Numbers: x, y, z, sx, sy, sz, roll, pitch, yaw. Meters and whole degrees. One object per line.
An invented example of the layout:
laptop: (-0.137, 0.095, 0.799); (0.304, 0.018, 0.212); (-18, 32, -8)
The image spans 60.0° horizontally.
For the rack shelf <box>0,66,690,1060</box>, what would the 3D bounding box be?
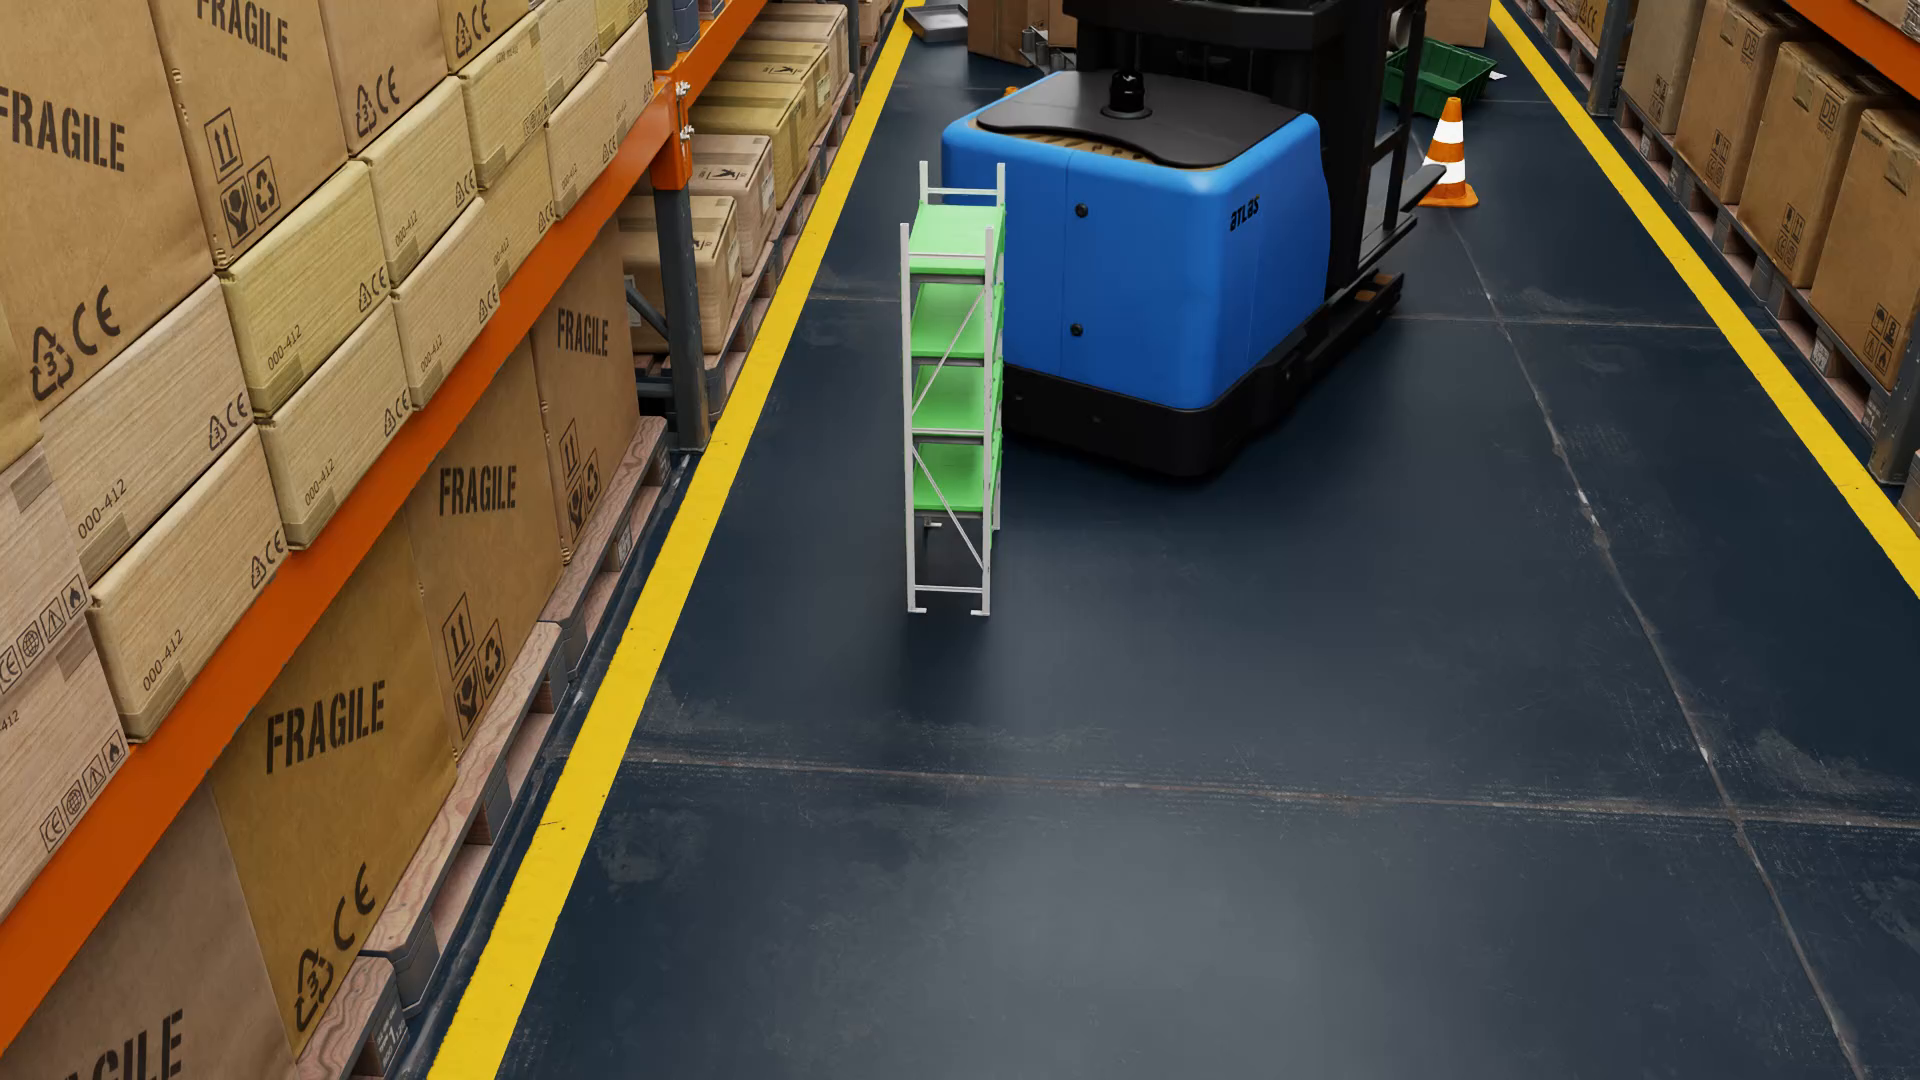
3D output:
rack shelf: (-1.538, -0.272, 3.518); (1.077, 0.370, 4.000); (2, 32, 4)

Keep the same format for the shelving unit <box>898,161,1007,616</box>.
shelving unit: (-0.013, -0.424, 4.795); (0.258, 1.200, 0.503); (2, 32, 4)

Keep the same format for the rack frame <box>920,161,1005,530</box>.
rack frame: (0.006, -0.552, 5.002); (0.240, 1.200, 0.015); (2, 32, 4)

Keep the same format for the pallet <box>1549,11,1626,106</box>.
pallet: (4.032, -2.764, 9.534); (1.003, 0.211, 1.213); (2, 32, 4)

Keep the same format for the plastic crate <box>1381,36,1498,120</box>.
plastic crate: (2.601, -2.531, 9.124); (0.450, 0.188, 0.662); (29, 41, 23)

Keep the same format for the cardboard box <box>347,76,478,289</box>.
cardboard box: (-1.263, -0.700, 3.194); (0.500, 0.250, 0.500); (2, 32, 2)

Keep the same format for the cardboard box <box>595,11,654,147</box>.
cardboard box: (-1.157, -1.285, 4.618); (0.500, 0.250, 0.500); (1, 32, 2)

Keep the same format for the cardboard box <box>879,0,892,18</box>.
cardboard box: (-0.700, -3.300, 9.967); (0.500, 0.250, 0.500); (4, 32, 7)

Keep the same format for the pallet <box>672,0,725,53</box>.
pallet: (-1.423, -1.919, 5.688); (1.213, 0.211, 1.003); (2, 32, 4)

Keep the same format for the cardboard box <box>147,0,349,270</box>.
cardboard box: (-1.321, -0.748, 2.556); (0.500, 0.500, 0.500); (2, 32, 3)

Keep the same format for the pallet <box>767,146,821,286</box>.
pallet: (-1.208, -1.482, 7.453); (1.003, 0.211, 1.213); (2, 32, 4)

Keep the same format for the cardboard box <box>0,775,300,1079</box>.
cardboard box: (-1.730, 0.866, 2.611); (0.875, 0.875, 0.875); (3, 32, 6)

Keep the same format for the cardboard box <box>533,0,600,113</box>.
cardboard box: (-1.199, -1.240, 4.070); (0.500, 0.250, 0.500); (2, 32, 3)

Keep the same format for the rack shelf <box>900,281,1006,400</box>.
rack shelf: (-0.013, -0.574, 4.702); (0.258, 0.148, 0.480); (2, 32, 4)

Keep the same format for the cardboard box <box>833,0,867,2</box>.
cardboard box: (-0.732, -3.340, 9.316); (0.500, 0.500, 0.500); (4, 32, 6)

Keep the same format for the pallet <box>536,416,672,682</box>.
pallet: (-1.514, -0.028, 5.094); (1.003, 0.211, 1.213); (2, 32, 4)

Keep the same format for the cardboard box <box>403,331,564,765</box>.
cardboard box: (-1.591, -0.074, 4.136); (0.875, 0.875, 0.875); (3, 32, 5)

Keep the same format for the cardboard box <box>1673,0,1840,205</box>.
cardboard box: (3.849, -1.945, 7.291); (1.050, 0.750, 0.750); (2, 32, 4)

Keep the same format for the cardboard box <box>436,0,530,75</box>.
cardboard box: (-1.237, -1.283, 3.424); (0.500, 0.500, 0.500); (2, 32, 4)

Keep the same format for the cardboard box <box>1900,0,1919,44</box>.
cardboard box: (3.336, -1.755, 5.143); (0.500, 0.500, 0.500); (2, 32, 4)

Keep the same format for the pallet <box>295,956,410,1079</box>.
pallet: (-1.713, 1.248, 3.023); (1.003, 0.211, 1.213); (2, 32, 4)

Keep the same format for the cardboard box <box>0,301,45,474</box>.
cardboard box: (-1.378, -0.218, 1.697); (0.500, 0.500, 0.500); (3, 32, 5)

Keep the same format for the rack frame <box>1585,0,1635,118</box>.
rack frame: (3.892, -3.557, 8.163); (1.000, 3.000, 0.127); (2, 32, 4)

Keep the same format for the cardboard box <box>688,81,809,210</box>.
cardboard box: (-1.200, -1.761, 7.354); (0.950, 0.372, 0.625); (3, 32, 6)

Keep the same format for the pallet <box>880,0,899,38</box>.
pallet: (-0.933, -3.521, 10.762); (1.003, 0.211, 1.213); (2, 32, 4)

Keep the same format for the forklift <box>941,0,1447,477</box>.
forklift: (1.134, -2.191, 6.011); (1.130, 2.935, 3.031); (18, 36, 27)

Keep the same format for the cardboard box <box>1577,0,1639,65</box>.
cardboard box: (4.013, -3.157, 9.139); (0.875, 0.875, 0.875); (3, 32, 5)

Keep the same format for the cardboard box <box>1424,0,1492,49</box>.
cardboard box: (2.996, -3.349, 10.206); (0.500, 0.500, 0.500); (8, 32, 12)

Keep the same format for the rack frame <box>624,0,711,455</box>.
rack frame: (-1.375, -1.624, 5.026); (1.000, 3.000, 0.127); (2, 32, 4)

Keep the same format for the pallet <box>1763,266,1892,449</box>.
pallet: (3.706, -0.687, 6.164); (1.003, 0.211, 1.213); (2, 32, 4)

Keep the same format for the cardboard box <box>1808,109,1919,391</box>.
cardboard box: (3.706, -1.001, 5.759); (1.050, 0.750, 0.750); (2, 32, 3)

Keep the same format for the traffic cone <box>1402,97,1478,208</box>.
traffic cone: (2.278, -1.840, 7.795); (0.336, 0.463, 0.334); (2, 32, 4)

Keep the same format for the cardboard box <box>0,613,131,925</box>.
cardboard box: (-1.402, 0.313, 2.026); (0.500, 0.250, 0.500); (2, 32, 3)

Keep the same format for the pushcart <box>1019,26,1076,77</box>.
pushcart: (1.227, -2.528, 8.992); (1.648, 0.377, 0.936); (-8, 33, -13)

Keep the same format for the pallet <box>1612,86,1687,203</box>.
pallet: (3.905, -1.963, 8.234); (1.003, 0.211, 1.213); (2, 32, 4)

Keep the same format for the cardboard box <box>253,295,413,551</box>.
cardboard box: (-1.304, -0.225, 2.899); (0.500, 0.250, 0.500); (2, 32, 4)

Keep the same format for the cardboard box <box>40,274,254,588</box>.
cardboard box: (-1.369, -0.173, 2.338); (0.500, 0.250, 0.500); (3, 32, 5)

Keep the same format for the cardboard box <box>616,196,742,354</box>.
cardboard box: (-1.319, -0.979, 6.084); (0.950, 0.372, 0.625); (0, 32, 1)

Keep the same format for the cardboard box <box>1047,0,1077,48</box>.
cardboard box: (0.727, -2.913, 8.779); (0.500, 0.500, 0.500); (2, 32, 4)

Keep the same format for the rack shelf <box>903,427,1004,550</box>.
rack shelf: (-0.013, -0.166, 4.954); (0.258, 0.148, 0.480); (2, 32, 4)

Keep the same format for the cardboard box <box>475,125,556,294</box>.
cardboard box: (-1.240, -0.754, 3.758); (0.500, 0.250, 0.500); (2, 32, 3)

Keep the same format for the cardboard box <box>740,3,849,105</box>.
cardboard box: (-1.090, -2.501, 8.554); (0.950, 0.372, 0.625); (3, 32, 5)
